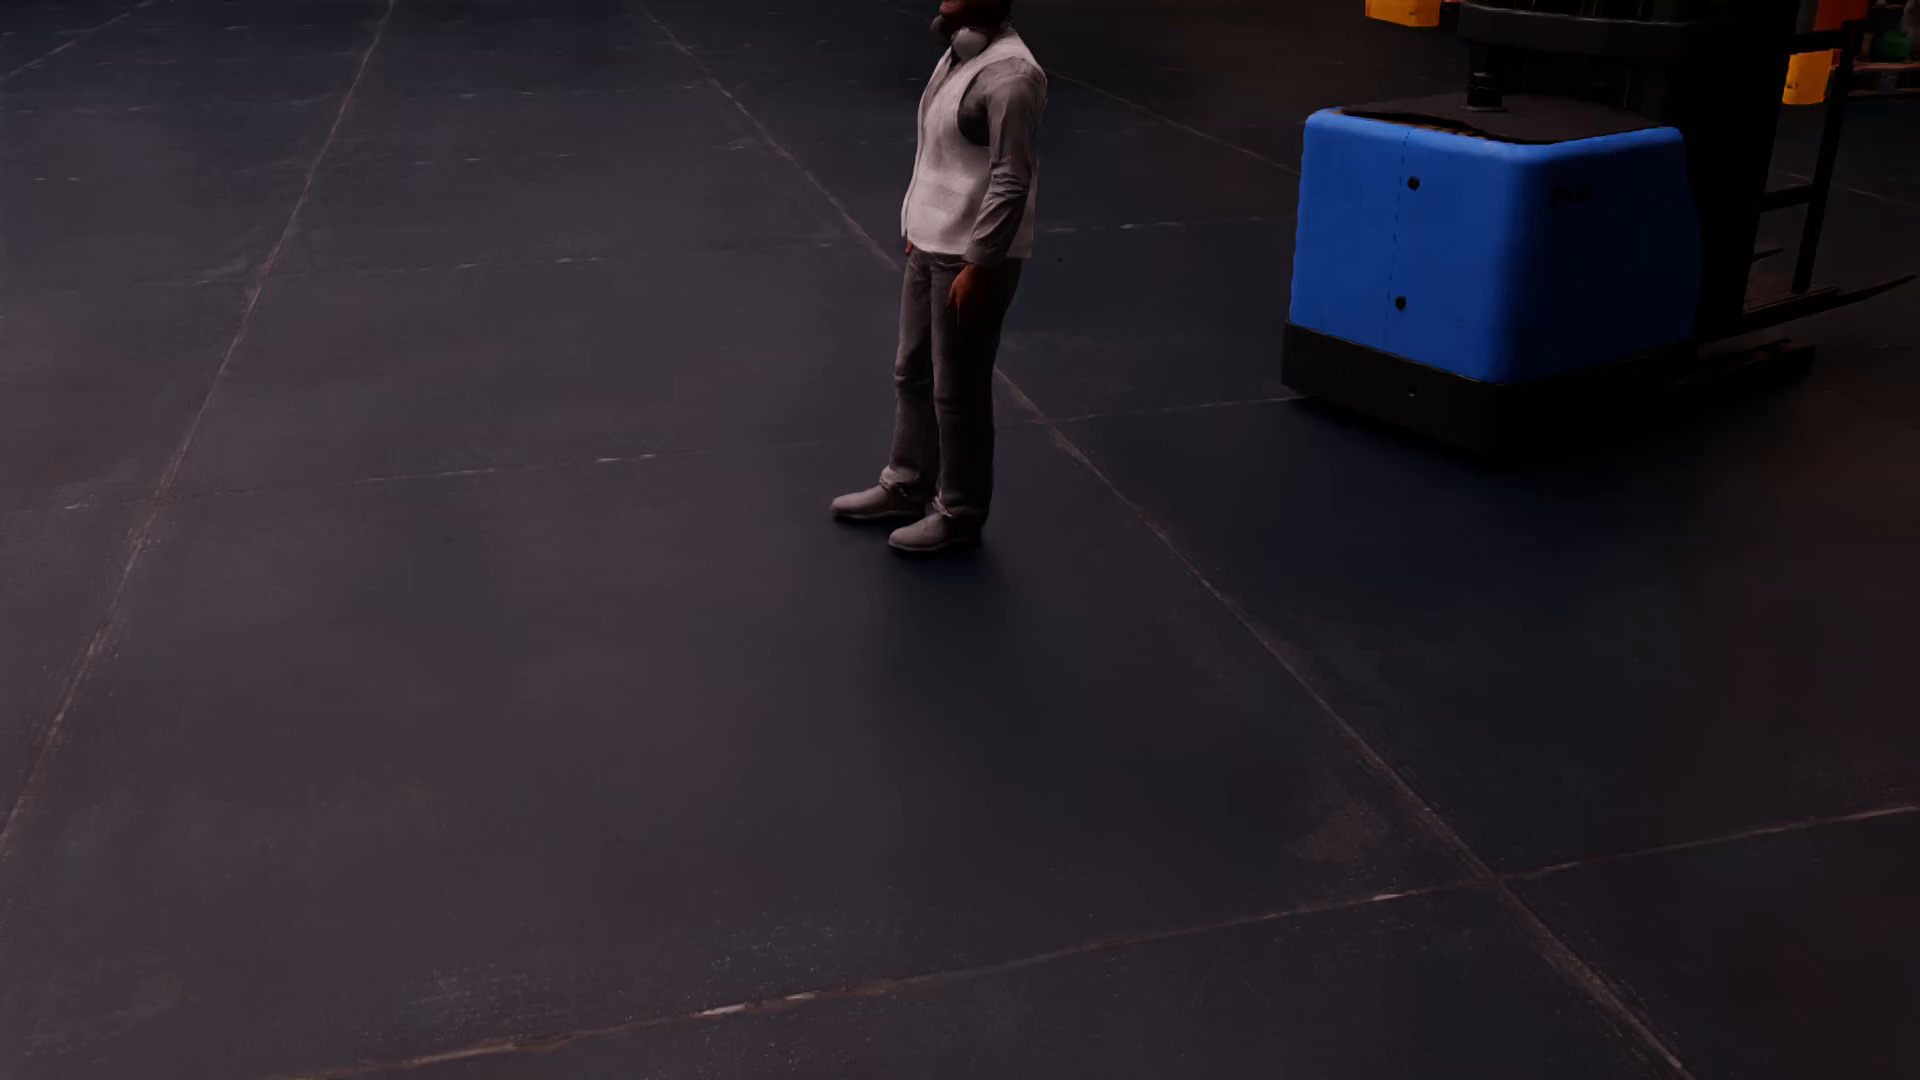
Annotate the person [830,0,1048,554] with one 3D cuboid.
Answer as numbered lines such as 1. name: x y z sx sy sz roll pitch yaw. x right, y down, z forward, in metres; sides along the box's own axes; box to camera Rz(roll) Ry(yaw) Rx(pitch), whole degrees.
1. person: -0.062 -0.820 4.695 0.567 1.773 0.632 -6 24 -14

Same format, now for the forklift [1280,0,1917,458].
1. forklift: 2.708 -2.061 6.152 3.031 2.935 1.130 -15 27 -32
